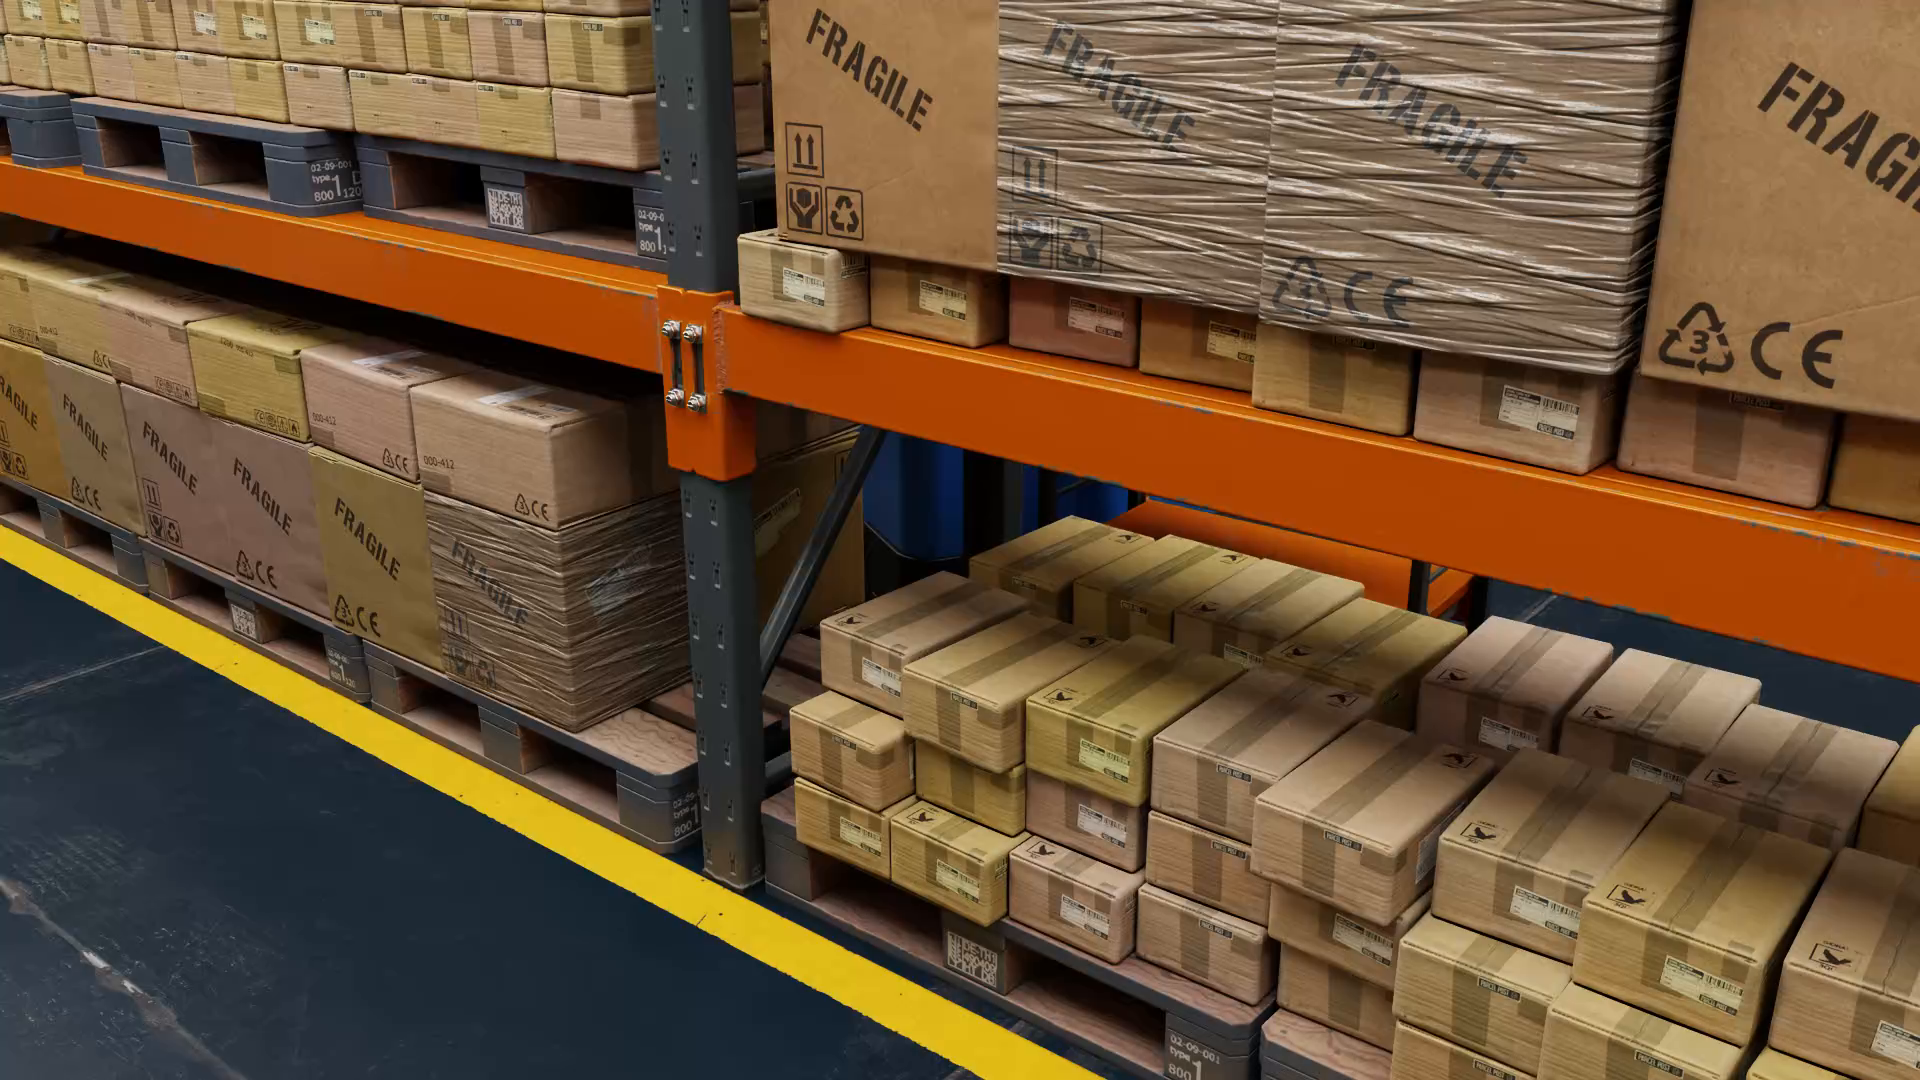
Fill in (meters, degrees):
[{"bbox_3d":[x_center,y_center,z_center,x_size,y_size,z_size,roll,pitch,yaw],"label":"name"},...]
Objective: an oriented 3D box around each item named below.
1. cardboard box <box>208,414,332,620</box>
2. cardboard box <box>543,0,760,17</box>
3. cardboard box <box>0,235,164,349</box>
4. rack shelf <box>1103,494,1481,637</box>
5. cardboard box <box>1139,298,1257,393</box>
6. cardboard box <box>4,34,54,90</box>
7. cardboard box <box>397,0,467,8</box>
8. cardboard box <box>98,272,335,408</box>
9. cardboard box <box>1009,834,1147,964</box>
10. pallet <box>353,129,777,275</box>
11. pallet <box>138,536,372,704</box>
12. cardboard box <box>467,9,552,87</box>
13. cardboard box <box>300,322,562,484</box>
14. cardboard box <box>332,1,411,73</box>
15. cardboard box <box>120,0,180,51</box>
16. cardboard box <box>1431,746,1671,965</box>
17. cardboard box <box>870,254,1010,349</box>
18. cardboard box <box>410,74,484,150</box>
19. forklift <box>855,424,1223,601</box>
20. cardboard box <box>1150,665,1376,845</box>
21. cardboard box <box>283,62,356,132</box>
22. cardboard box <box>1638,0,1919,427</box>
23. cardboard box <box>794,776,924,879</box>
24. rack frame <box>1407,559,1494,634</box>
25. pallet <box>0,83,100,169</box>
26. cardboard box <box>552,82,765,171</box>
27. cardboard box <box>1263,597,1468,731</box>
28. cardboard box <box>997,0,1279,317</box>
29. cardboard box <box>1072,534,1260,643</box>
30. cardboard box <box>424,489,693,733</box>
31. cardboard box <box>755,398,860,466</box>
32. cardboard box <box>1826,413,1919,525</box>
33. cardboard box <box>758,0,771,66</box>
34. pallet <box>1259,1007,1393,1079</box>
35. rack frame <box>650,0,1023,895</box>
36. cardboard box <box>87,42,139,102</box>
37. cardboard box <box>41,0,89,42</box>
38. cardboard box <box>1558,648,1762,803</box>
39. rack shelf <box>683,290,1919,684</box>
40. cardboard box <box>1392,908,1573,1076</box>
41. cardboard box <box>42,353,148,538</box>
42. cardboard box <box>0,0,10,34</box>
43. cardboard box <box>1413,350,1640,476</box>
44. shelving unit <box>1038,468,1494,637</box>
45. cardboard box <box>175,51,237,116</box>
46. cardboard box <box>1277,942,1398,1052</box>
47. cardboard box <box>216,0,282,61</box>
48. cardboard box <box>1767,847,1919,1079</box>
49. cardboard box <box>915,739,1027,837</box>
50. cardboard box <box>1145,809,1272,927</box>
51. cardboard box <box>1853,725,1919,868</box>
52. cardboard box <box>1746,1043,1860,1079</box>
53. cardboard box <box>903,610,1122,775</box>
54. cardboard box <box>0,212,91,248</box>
[{"bbox_3d":[-1.730,-0.134,4.720,0.500,0.500,0.500,15,26,35],"label":"cardboard box"},{"bbox_3d":[-0.640,-1.174,3.449,0.250,0.149,0.380,18,27,39],"label":"cardboard box"},{"bbox_3d":[-2.923,-0.831,5.506,0.500,0.250,0.500,15,25,34],"label":"cardboard box"},{"bbox_3d":[0.772,0.168,4.322,1.000,0.278,0.538,15,25,34],"label":"rack shelf"},{"bbox_3d":[0.501,-0.366,2.744,0.250,0.149,0.380,15,25,34],"label":"cardboard box"},{"bbox_3d":[-2.668,-1.477,5.095,0.250,0.149,0.380,18,27,39],"label":"cardboard box"},{"bbox_3d":[-1.048,-1.292,3.762,0.250,0.149,0.380,15,25,35],"label":"cardboard box"},{"bbox_3d":[-2.155,-0.604,4.903,0.500,0.250,0.500,16,26,37],"label":"cardboard box"},{"bbox_3d":[0.305,0.626,3.202,0.250,0.149,0.380,16,26,36],"label":"cardboard box"},{"bbox_3d":[-0.706,-0.901,4.079,1.213,0.211,1.003,16,26,36],"label":"pallet"},{"bbox_3d":[-1.759,0.078,5.161,1.213,0.211,1.003,16,26,36],"label":"pallet"},{"bbox_3d":[-0.844,-1.092,3.653,0.250,0.149,0.380,16,26,37],"label":"cardboard box"},{"bbox_3d":[-1.332,-0.374,4.294,0.500,0.250,0.500,18,27,39],"label":"cardboard box"},{"bbox_3d":[-1.249,-1.208,3.960,0.250,0.149,0.380,15,25,35],"label":"cardboard box"},{"bbox_3d":[-2.058,-1.442,4.580,0.250,0.149,0.380,16,26,36],"label":"cardboard box"},{"bbox_3d":[0.959,0.502,2.689,0.250,0.149,0.380,15,25,34],"label":"cardboard box"},{"bbox_3d":[0.054,-0.473,3.028,0.250,0.149,0.380,17,27,38],"label":"cardboard box"},{"bbox_3d":[-1.032,-1.008,3.852,0.250,0.149,0.380,16,26,36],"label":"cardboard box"},{"bbox_3d":[-0.242,-1.575,5.692,1.130,2.935,3.031,-8,22,-21],"label":"forklift"},{"bbox_3d":[0.550,0.384,3.000,0.250,0.149,0.380,15,25,35],"label":"cardboard box"},{"bbox_3d":[-1.445,-1.125,4.161,0.250,0.149,0.380,15,25,34],"label":"cardboard box"},{"bbox_3d":[1.208,-0.445,2.034,0.500,0.500,0.500,18,27,39],"label":"cardboard box"},{"bbox_3d":[-0.127,0.526,3.468,0.250,0.149,0.380,15,25,34],"label":"cardboard box"},{"bbox_3d":[1.179,0.047,3.950,0.032,1.125,0.500,15,25,34],"label":"rack frame"},{"bbox_3d":[-2.685,-1.454,5.544,1.003,0.211,1.213,16,26,36],"label":"pallet"},{"bbox_3d":[-0.638,-0.894,3.549,0.250,0.149,0.380,15,26,35],"label":"cardboard box"},{"bbox_3d":[0.807,0.265,3.315,0.250,0.149,0.380,17,27,38],"label":"cardboard box"},{"bbox_3d":[0.407,-0.679,2.654,0.500,0.500,0.500,16,26,36],"label":"cardboard box"},{"bbox_3d":[0.458,0.133,3.668,0.250,0.149,0.380,16,26,37],"label":"cardboard box"},{"bbox_3d":[-0.938,0.096,4.110,0.500,0.500,0.500,15,26,35],"label":"cardboard box"},{"bbox_3d":[-0.611,-0.396,4.351,0.500,0.250,0.500,15,25,34],"label":"cardboard box"},{"bbox_3d":[1.304,-0.133,2.125,0.250,0.149,0.380,17,26,37],"label":"cardboard box"},{"bbox_3d":[-0.422,-1.270,4.124,0.250,0.149,0.380,15,26,35],"label":"cardboard box"},{"bbox_3d":[1.286,0.936,2.887,1.213,0.211,1.003,16,26,36],"label":"pallet"},{"bbox_3d":[-0.206,-0.781,3.488,0.127,3.000,1.000,16,26,36],"label":"rack frame"},{"bbox_3d":[-2.251,-1.359,4.781,0.250,0.149,0.380,17,27,38],"label":"cardboard box"},{"bbox_3d":[-2.441,-1.554,4.877,0.250,0.149,0.380,16,26,37],"label":"cardboard box"},{"bbox_3d":[1.291,0.357,3.072,0.250,0.149,0.380,15,25,34],"label":"cardboard box"},{"bbox_3d":[1.344,0.002,2.432,4.000,0.370,1.077,16,26,36],"label":"rack shelf"},{"bbox_3d":[0.898,0.665,2.678,0.250,0.149,0.380,16,26,36],"label":"cardboard box"},{"bbox_3d":[-2.526,-0.361,5.323,0.500,0.500,0.500,16,26,37],"label":"cardboard box"},{"bbox_3d":[-2.846,-1.669,5.182,0.250,0.149,0.380,18,27,39],"label":"cardboard box"},{"bbox_3d":[0.858,-0.230,2.383,0.250,0.149,0.380,17,27,39],"label":"cardboard box"},{"bbox_3d":[0.772,-0.061,4.235,1.048,1.125,0.538,15,25,34],"label":"shelving unit"},{"bbox_3d":[-1.856,-1.244,4.476,0.250,0.149,0.380,15,25,35],"label":"cardboard box"},{"bbox_3d":[0.764,0.720,2.954,0.250,0.149,0.380,15,25,34],"label":"cardboard box"},{"bbox_3d":[-1.662,-1.327,4.275,0.250,0.149,0.380,16,26,37],"label":"cardboard box"},{"bbox_3d":[1.346,0.618,2.380,0.250,0.149,0.380,15,25,35],"label":"cardboard box"},{"bbox_3d":[0.126,0.418,3.333,0.250,0.149,0.380,16,26,37],"label":"cardboard box"},{"bbox_3d":[0.545,0.523,3.053,0.250,0.149,0.380,15,25,34],"label":"cardboard box"},{"bbox_3d":[1.670,0.473,2.766,0.250,0.149,0.380,17,26,37],"label":"cardboard box"},{"bbox_3d":[1.304,0.780,2.371,0.250,0.149,0.380,18,27,39],"label":"cardboard box"},{"bbox_3d":[0.106,0.289,3.252,0.250,0.149,0.380,18,27,39],"label":"cardboard box"},{"bbox_3d":[-3.719,-0.978,6.603,0.750,0.750,1.050,16,26,36],"label":"cardboard box"}]
